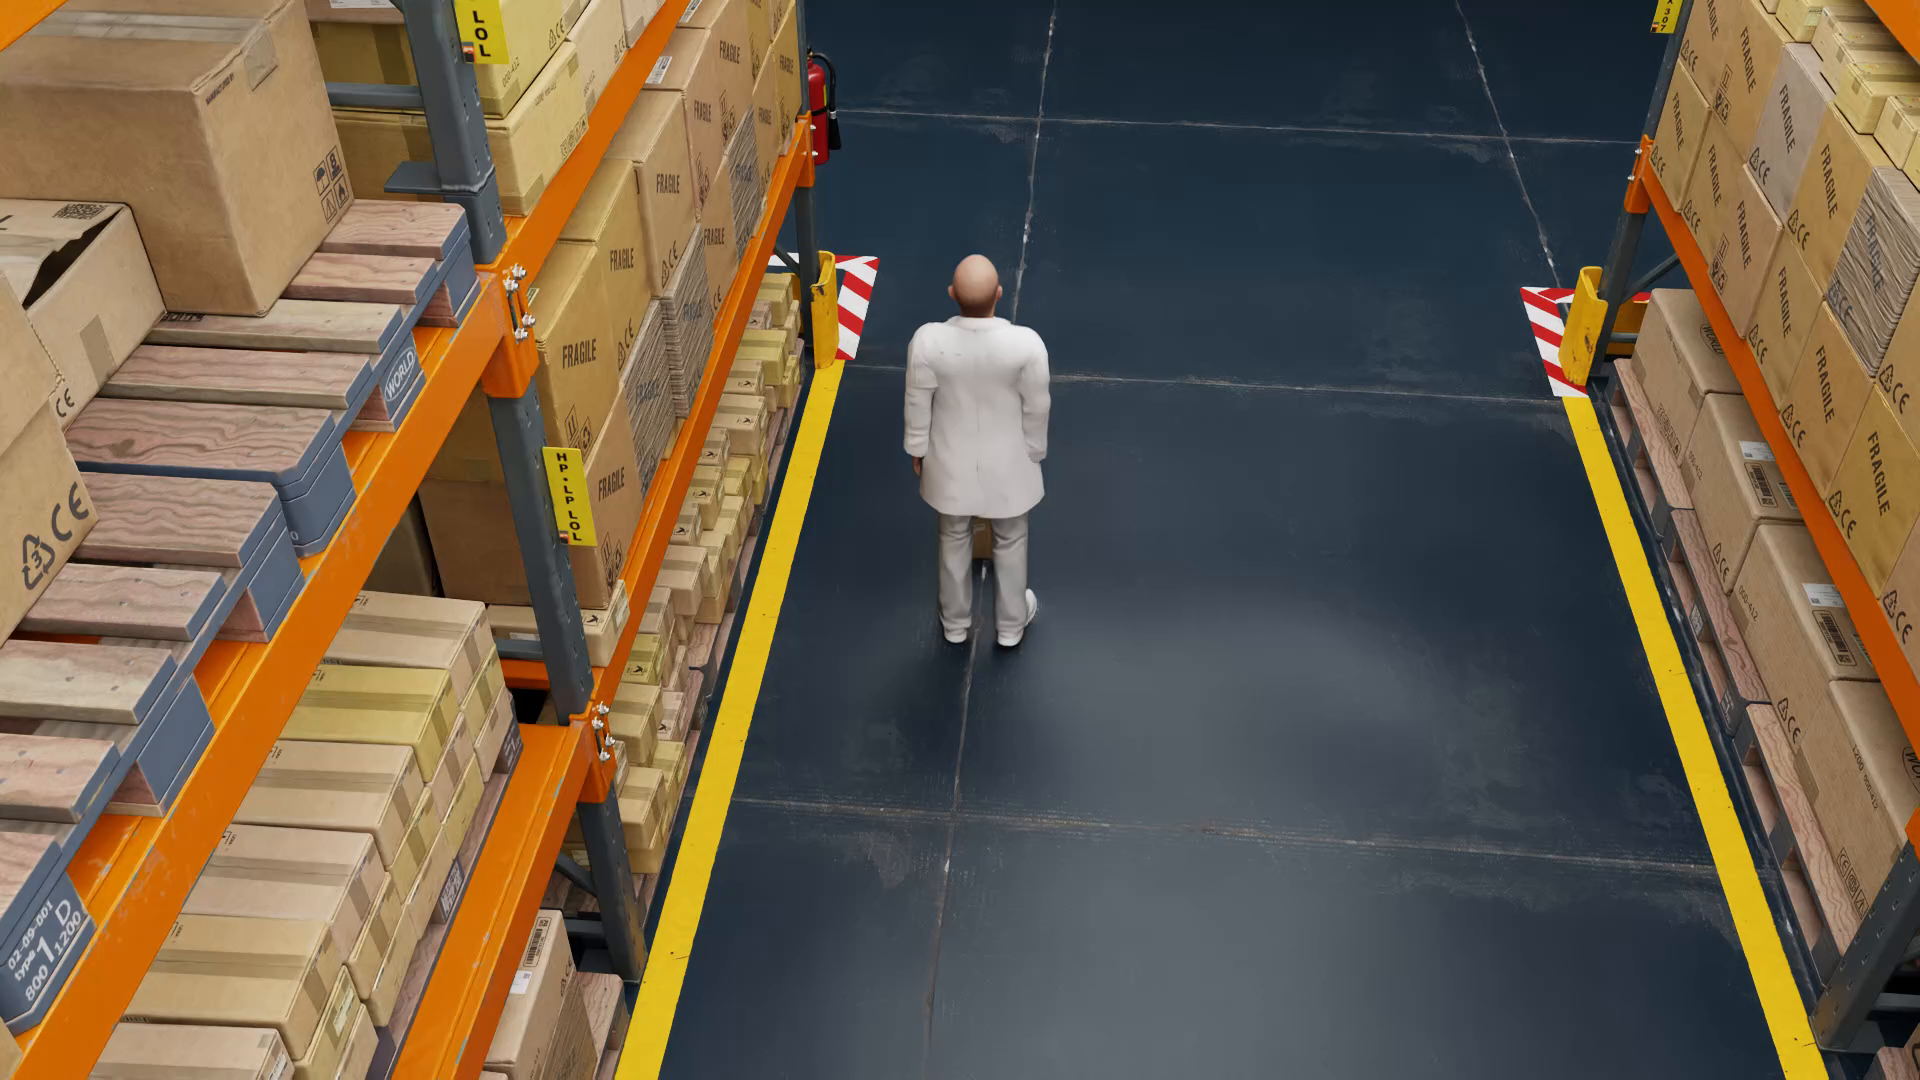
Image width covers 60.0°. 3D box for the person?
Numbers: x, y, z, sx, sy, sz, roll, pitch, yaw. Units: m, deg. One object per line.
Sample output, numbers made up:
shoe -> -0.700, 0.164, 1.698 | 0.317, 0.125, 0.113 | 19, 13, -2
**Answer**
person -> 0.063, -0.347, 6.590 | 0.578, 1.789, 0.385 | 3, 40, 4
